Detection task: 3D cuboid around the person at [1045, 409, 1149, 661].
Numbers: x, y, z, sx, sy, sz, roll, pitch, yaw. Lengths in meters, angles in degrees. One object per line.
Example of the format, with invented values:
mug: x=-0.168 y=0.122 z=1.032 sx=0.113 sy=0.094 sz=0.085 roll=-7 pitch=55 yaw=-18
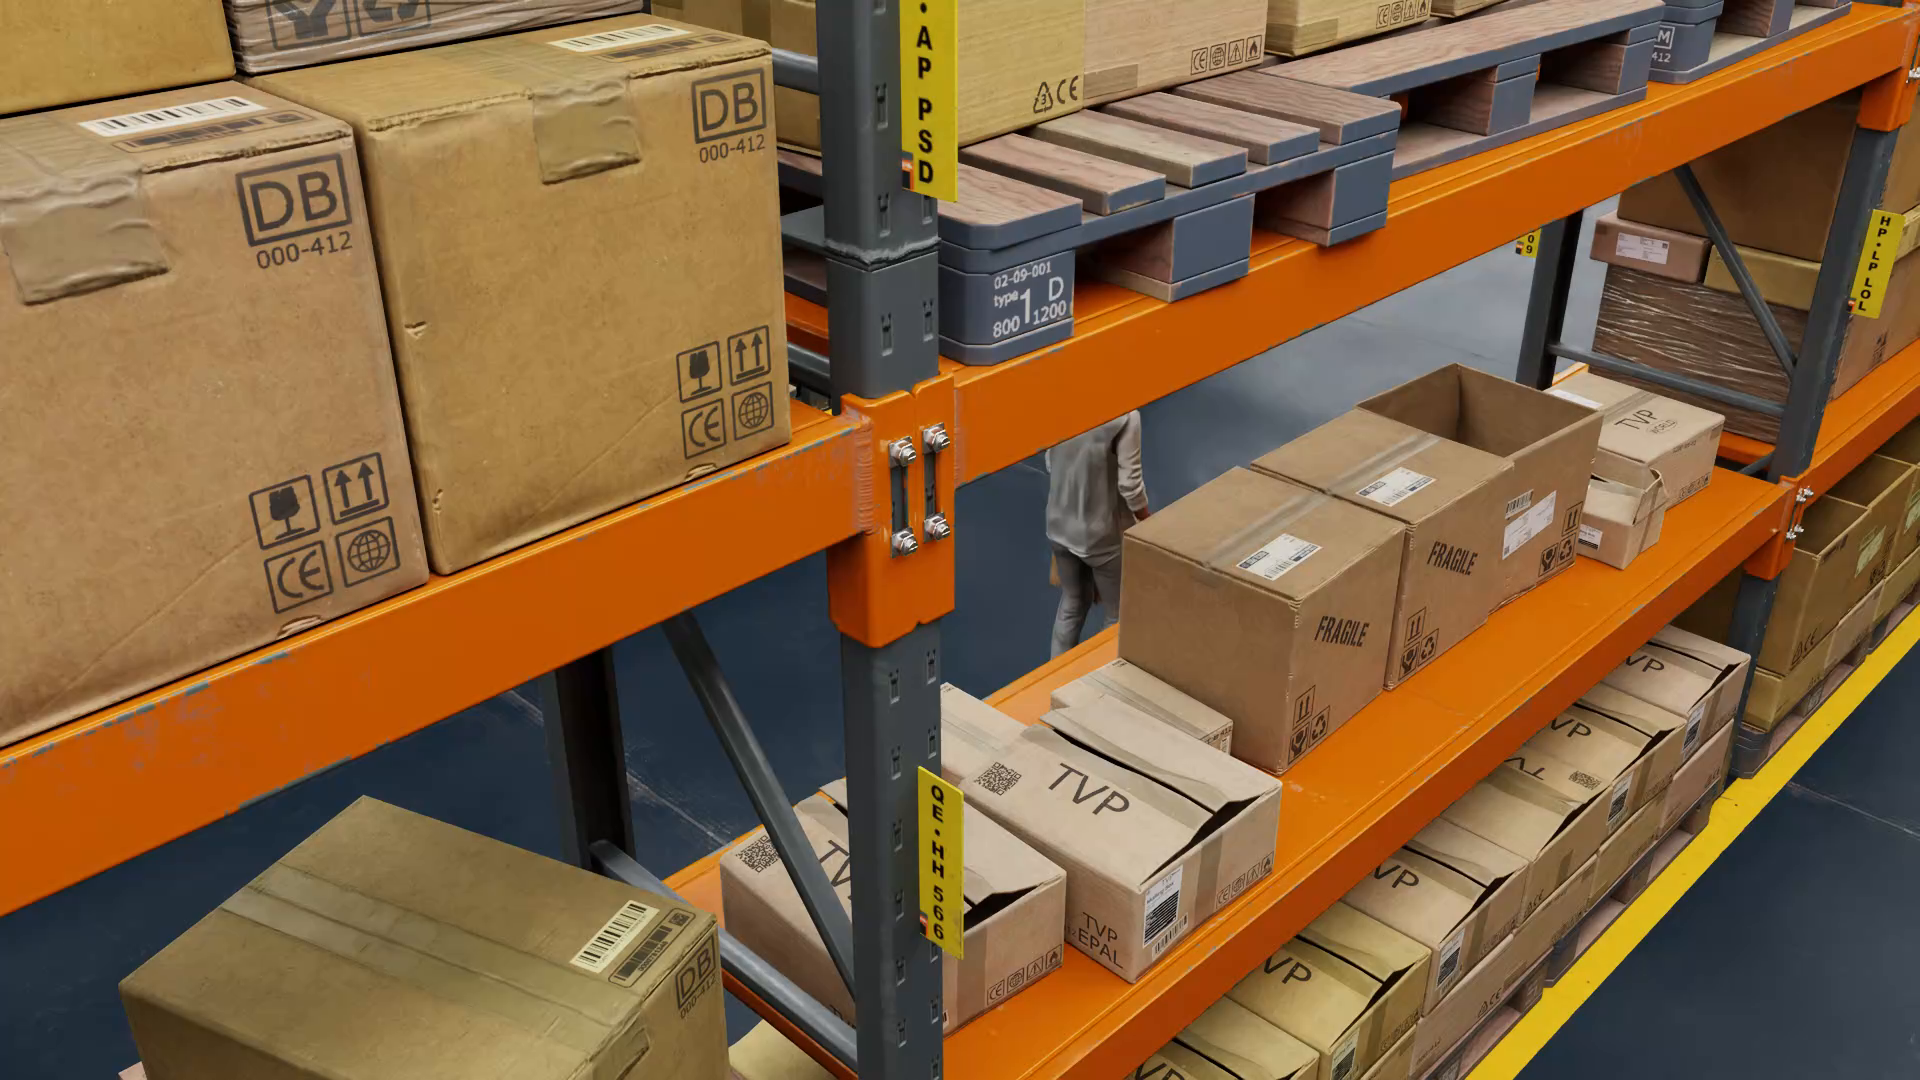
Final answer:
person: x=0.500 y=-0.035 z=6.193 sx=0.450 sy=1.599 sz=0.336 roll=25 pitch=37 yaw=38
